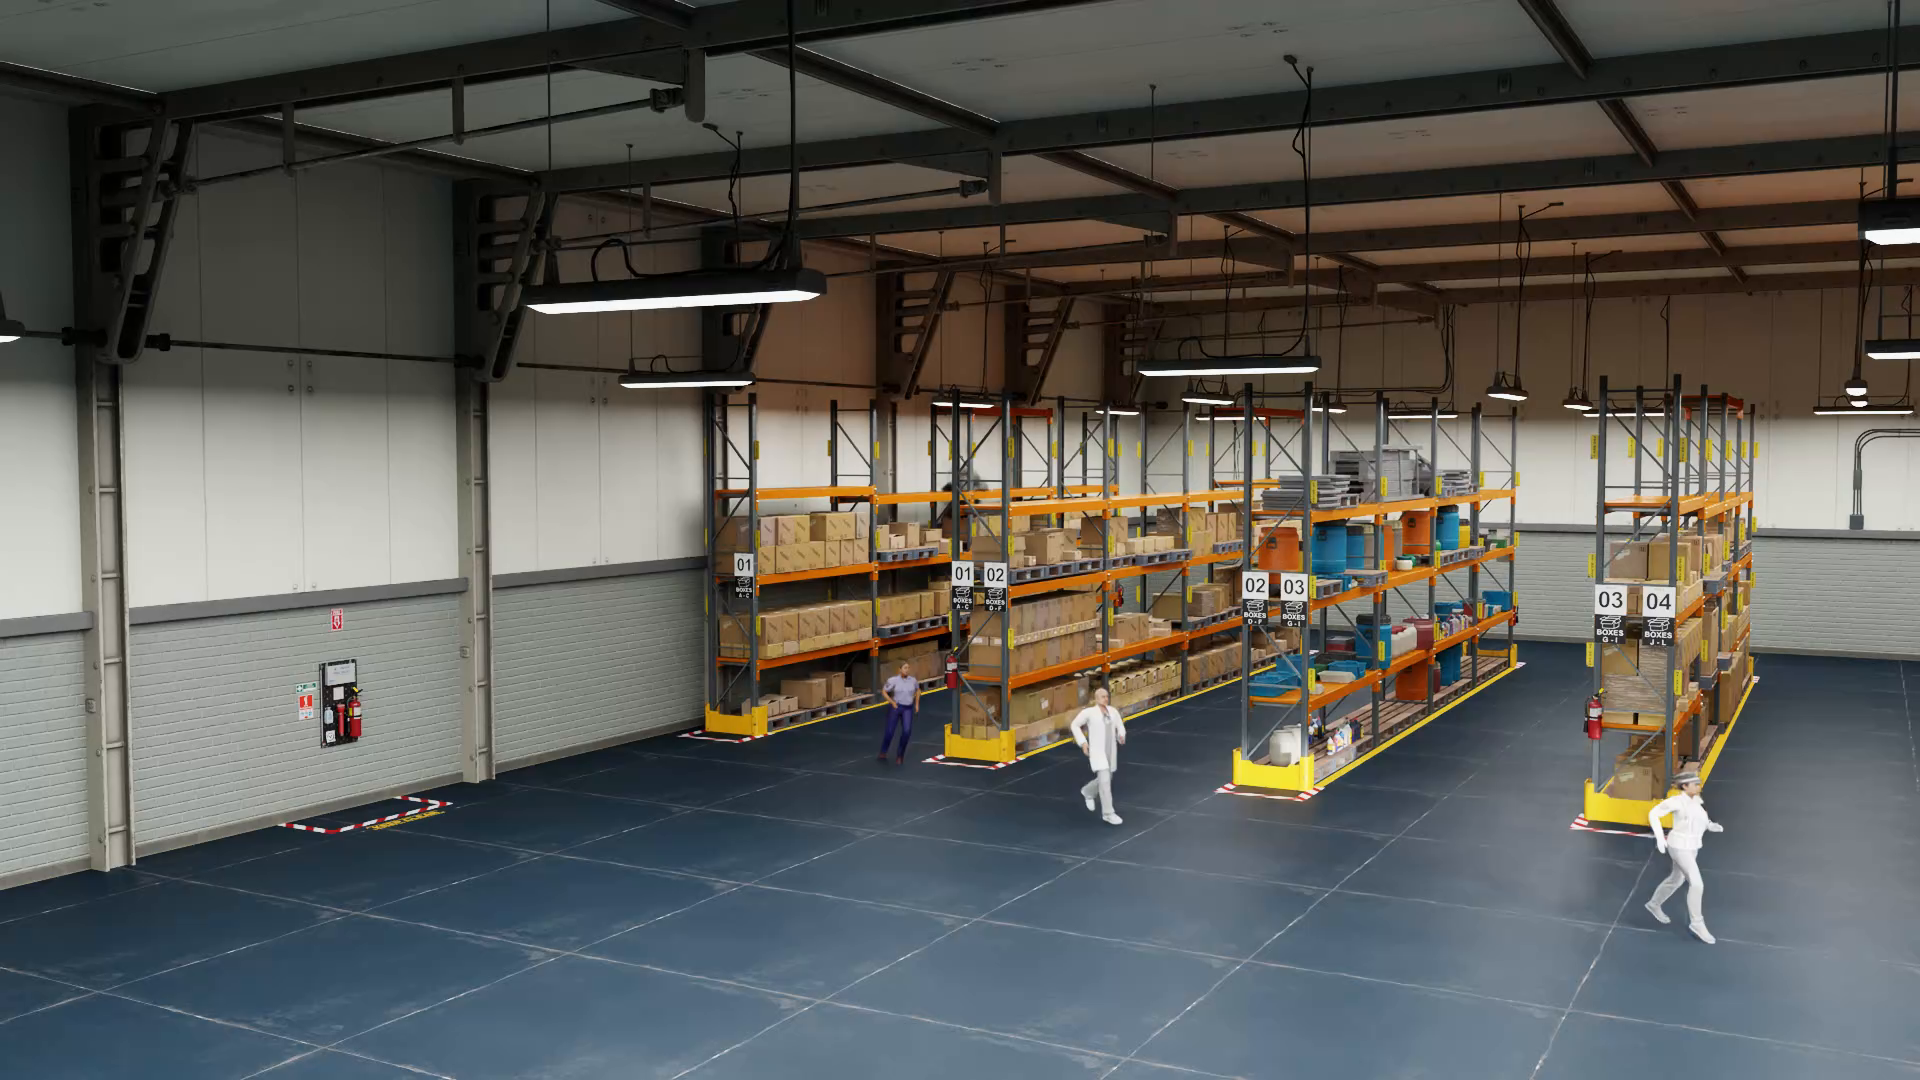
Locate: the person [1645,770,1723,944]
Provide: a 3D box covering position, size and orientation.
[{"bbox_3d":[7.472,3.218,17.179,0.580,1.739,0.832,-2,4,-36],"label":"person"}]

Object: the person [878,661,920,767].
[{"bbox_3d":[-0.946,2.776,26.611,0.693,1.659,0.686,-1,3,-12],"label":"person"}]

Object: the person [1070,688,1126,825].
[{"bbox_3d":[1.901,2.882,22.474,0.728,1.762,1.033,-2,4,-30],"label":"person"}]
